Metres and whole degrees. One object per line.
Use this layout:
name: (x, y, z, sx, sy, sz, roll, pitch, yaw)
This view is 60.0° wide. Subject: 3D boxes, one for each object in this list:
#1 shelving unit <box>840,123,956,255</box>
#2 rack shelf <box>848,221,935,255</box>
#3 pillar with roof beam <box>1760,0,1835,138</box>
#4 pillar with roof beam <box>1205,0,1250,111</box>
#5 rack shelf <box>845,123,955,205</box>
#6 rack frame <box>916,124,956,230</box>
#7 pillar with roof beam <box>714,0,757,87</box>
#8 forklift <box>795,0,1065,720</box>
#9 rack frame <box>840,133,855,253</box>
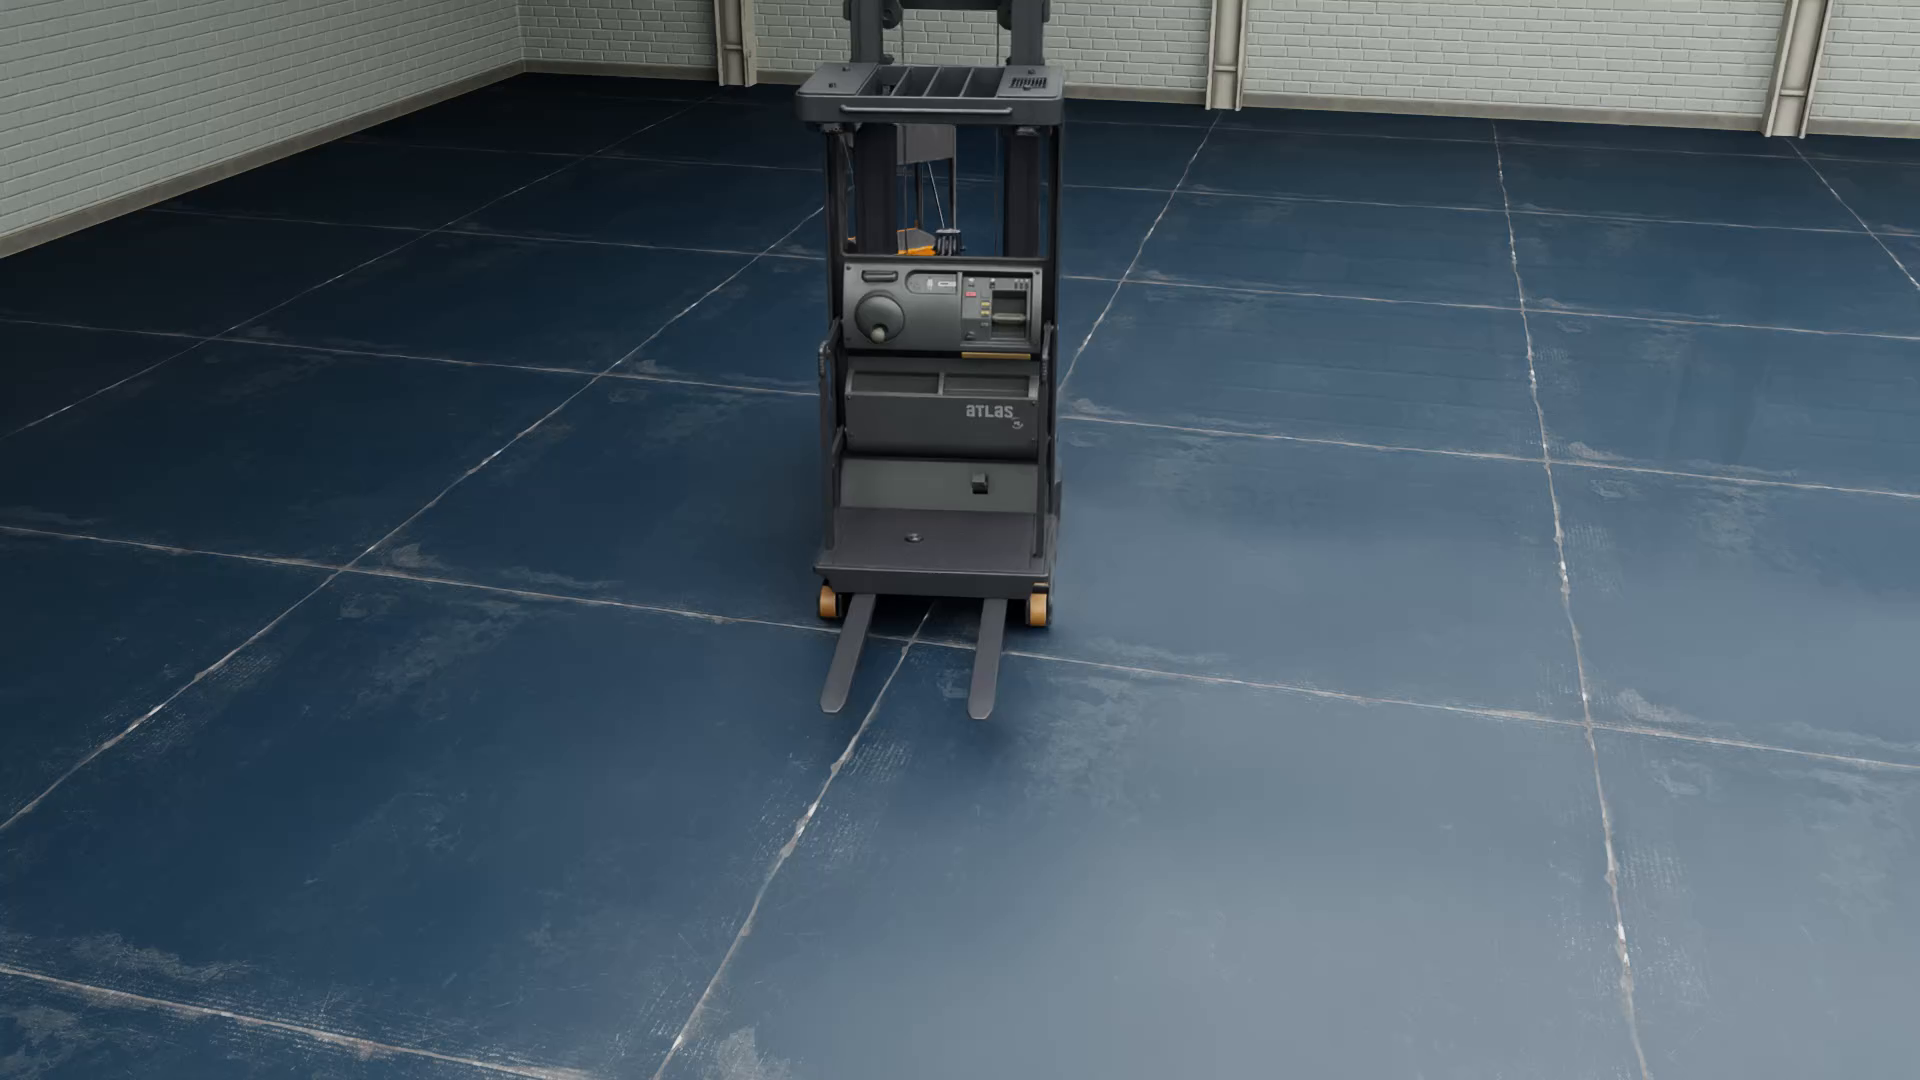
shelving unit: (-0.342, -1.496, 9.449, 0.503, 2.100, 0.431, -15, 29, -29)
rack shelf: (-0.342, -1.483, 9.455, 0.480, 0.518, 0.431, -15, 29, -29)
pillar with roof beam: (7.798, -6.646, 12.241, 0.400, 9.000, 9.100, 6, 26, 13)
pillar with roof beam: (1.987, -7.289, 13.591, 0.400, 9.000, 9.100, 6, 26, 13)
rack shelf: (-0.342, -2.115, 9.154, 0.480, 0.518, 0.431, -15, 29, -29)
rack frame: (-0.136, -1.552, 9.567, 0.015, 2.100, 0.400, -15, 29, -29)
pillar with roof beam: (-3.824, -7.931, 14.940, 0.400, 9.000, 9.100, 6, 26, 13)
forklift: (-0.098, -1.059, 7.565, 1.130, 2.935, 3.031, 2, 26, 4)
rack frame: (-0.547, -1.439, 9.330, 0.015, 2.100, 0.400, -15, 29, -29)
